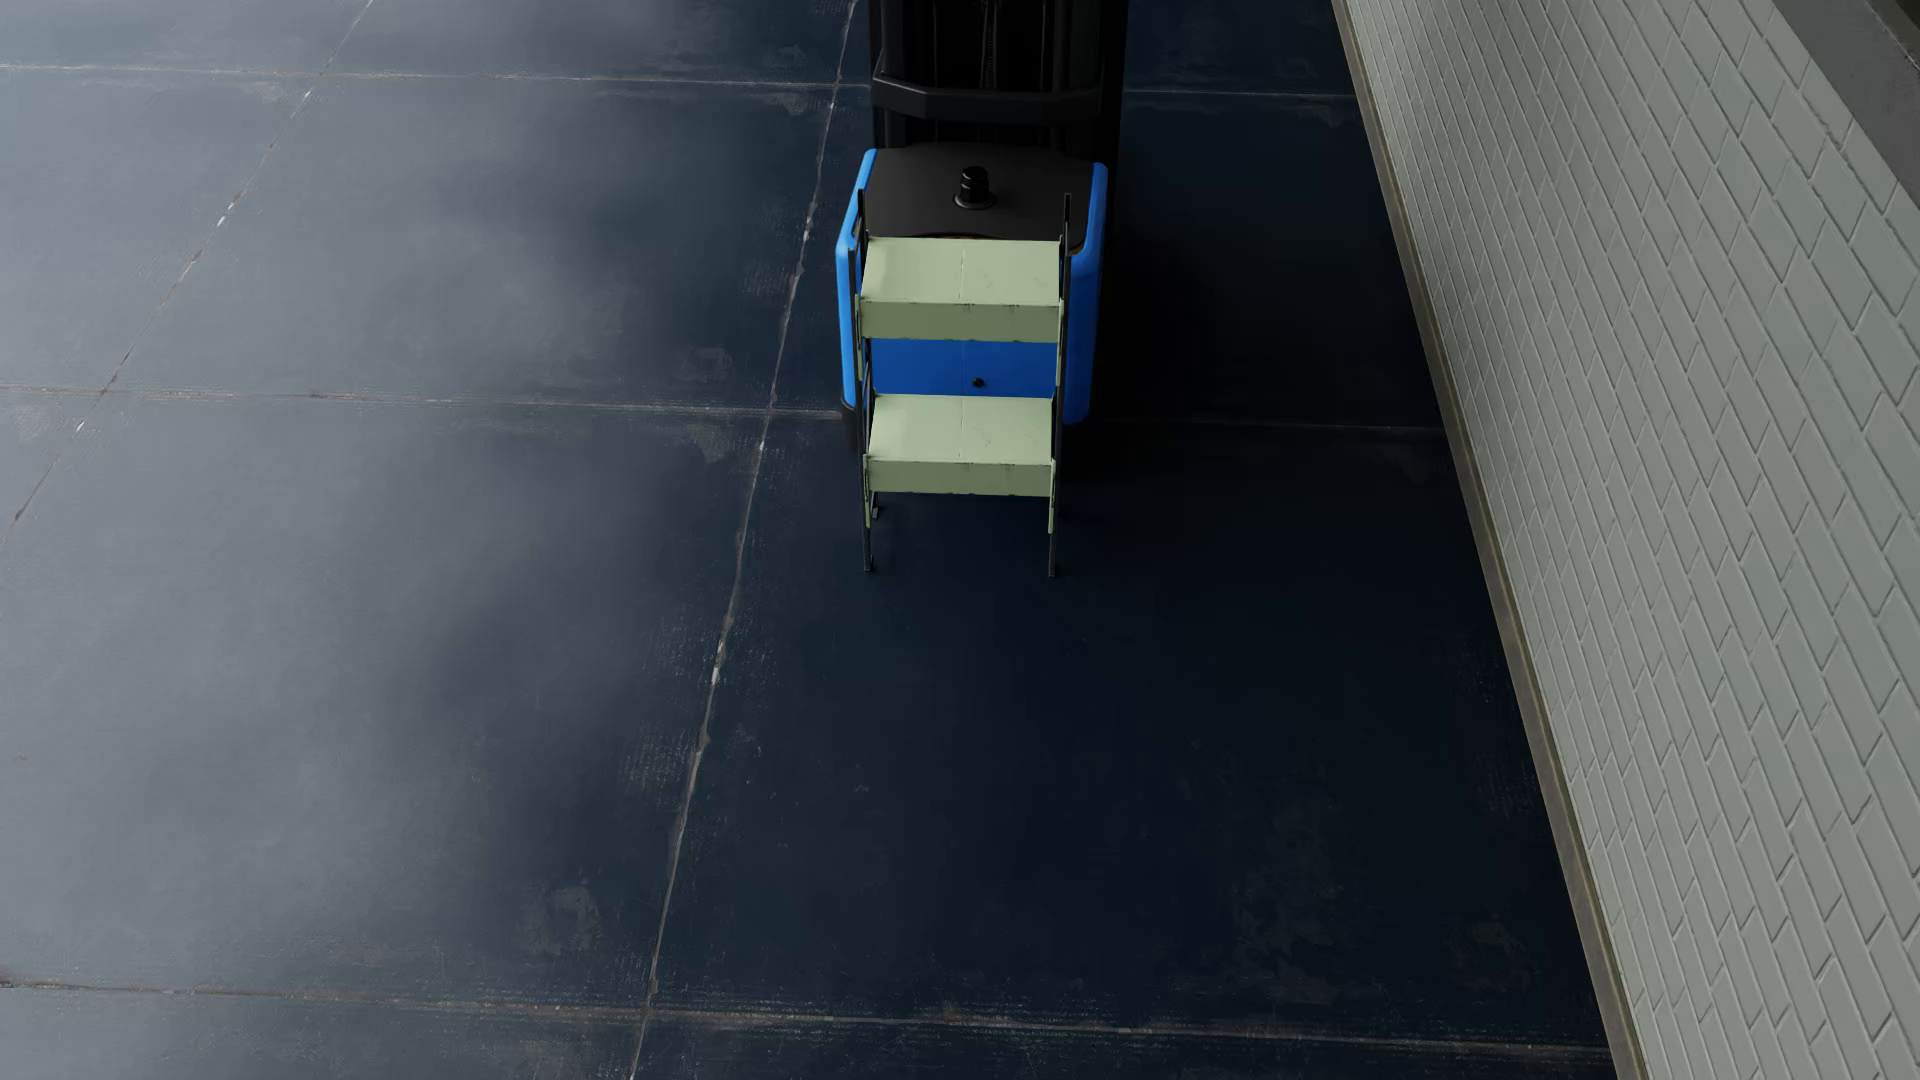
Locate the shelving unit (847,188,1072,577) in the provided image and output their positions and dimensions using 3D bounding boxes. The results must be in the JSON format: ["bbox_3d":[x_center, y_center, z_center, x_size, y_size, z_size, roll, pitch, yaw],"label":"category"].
[{"bbox_3d":[0.007,-0.549,6.239,0.755,1.500,0.431,2,43,2],"label":"shelving unit"}]

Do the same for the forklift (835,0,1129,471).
[{"bbox_3d":[0.188,-2.365,7.138,1.130,2.935,3.031,5,43,5],"label":"forklift"}]

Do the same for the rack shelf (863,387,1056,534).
[{"bbox_3d":[0.007,-0.310,6.461,0.720,0.370,0.431,2,43,2],"label":"rack shelf"}]

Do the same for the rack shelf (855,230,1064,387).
[{"bbox_3d":[0.007,-0.834,5.973,0.720,0.370,0.431,2,43,2],"label":"rack shelf"}]

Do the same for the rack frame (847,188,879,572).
[{"bbox_3d":[-0.359,-0.560,6.251,0.023,1.500,0.400,2,43,2],"label":"rack frame"}]

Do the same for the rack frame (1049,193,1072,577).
[{"bbox_3d":[0.372,-0.537,6.227,0.023,1.500,0.400,2,43,2],"label":"rack frame"}]
